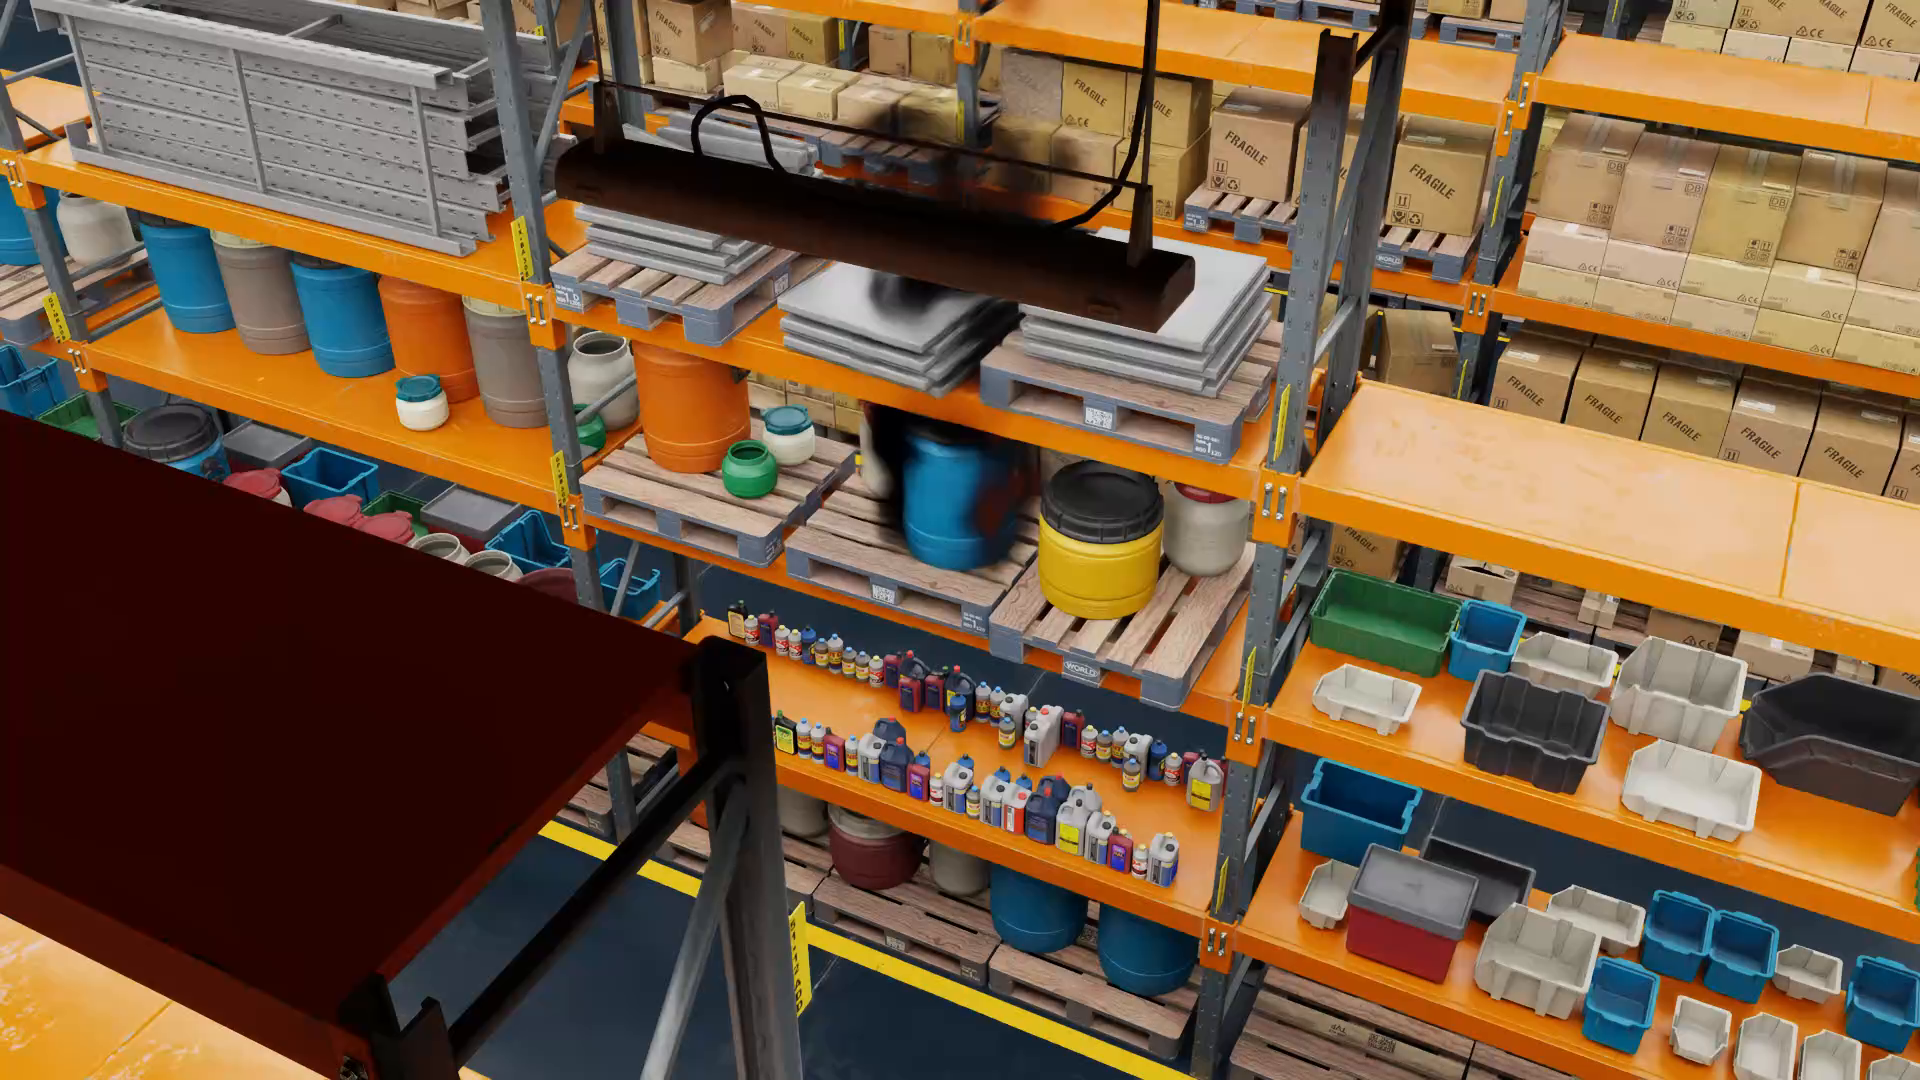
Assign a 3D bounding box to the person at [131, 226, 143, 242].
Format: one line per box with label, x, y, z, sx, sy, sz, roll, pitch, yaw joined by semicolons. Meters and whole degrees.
person;-9.039;-3.538;17.380;0.984;1.838;0.732;-19;39;-25
